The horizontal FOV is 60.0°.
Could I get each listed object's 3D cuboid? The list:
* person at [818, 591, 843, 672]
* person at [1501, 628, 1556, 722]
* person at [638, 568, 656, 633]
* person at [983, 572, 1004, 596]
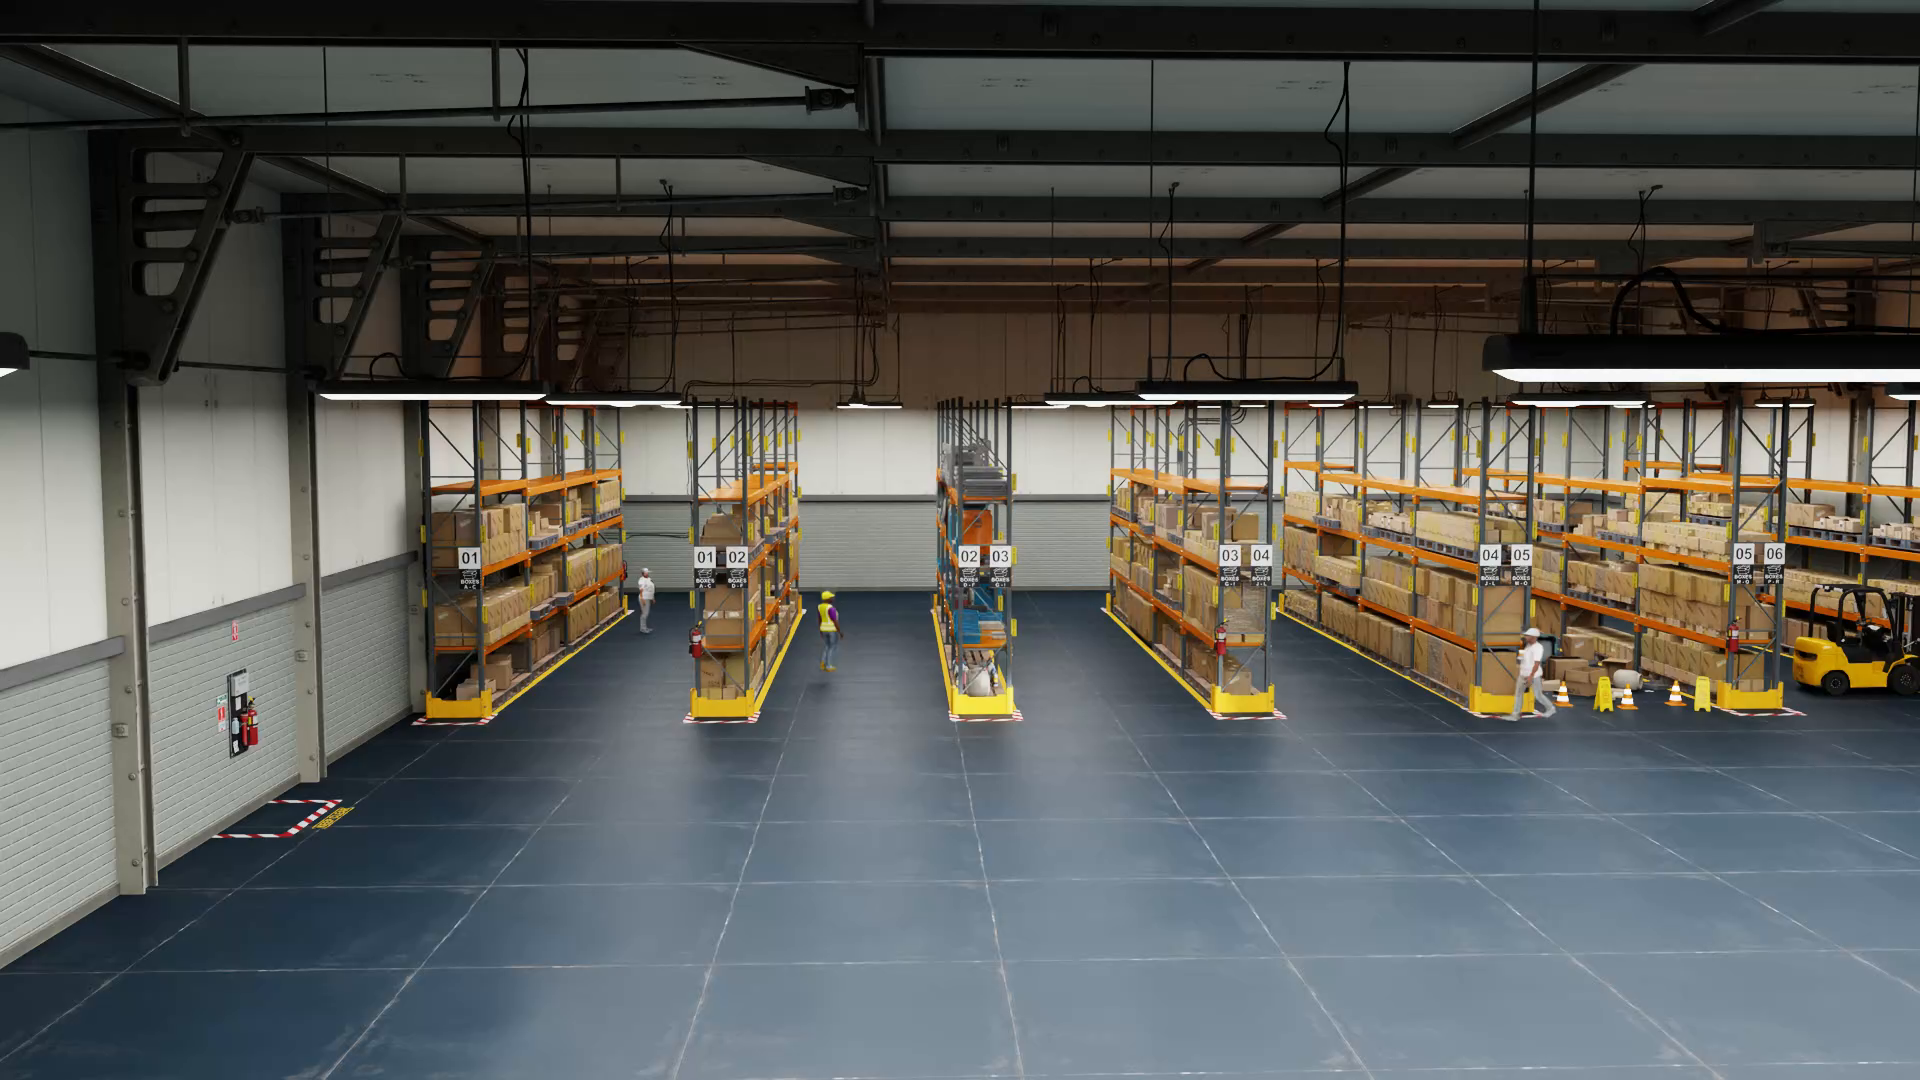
[{"bbox_3d":[-2.824,1.990,36.209,0.603,1.770,0.478,3,5,35],"label":"person"},{"bbox_3d":[10.548,2.490,30.657,1.007,1.738,0.522,-2,5,-25],"label":"person"},{"bbox_3d":[-8.128,1.575,43.248,0.430,1.694,0.503,0,4,4],"label":"person"},{"bbox_3d":[0.945,1.028,49.827,0.553,1.707,0.828,3,5,31],"label":"person"}]
